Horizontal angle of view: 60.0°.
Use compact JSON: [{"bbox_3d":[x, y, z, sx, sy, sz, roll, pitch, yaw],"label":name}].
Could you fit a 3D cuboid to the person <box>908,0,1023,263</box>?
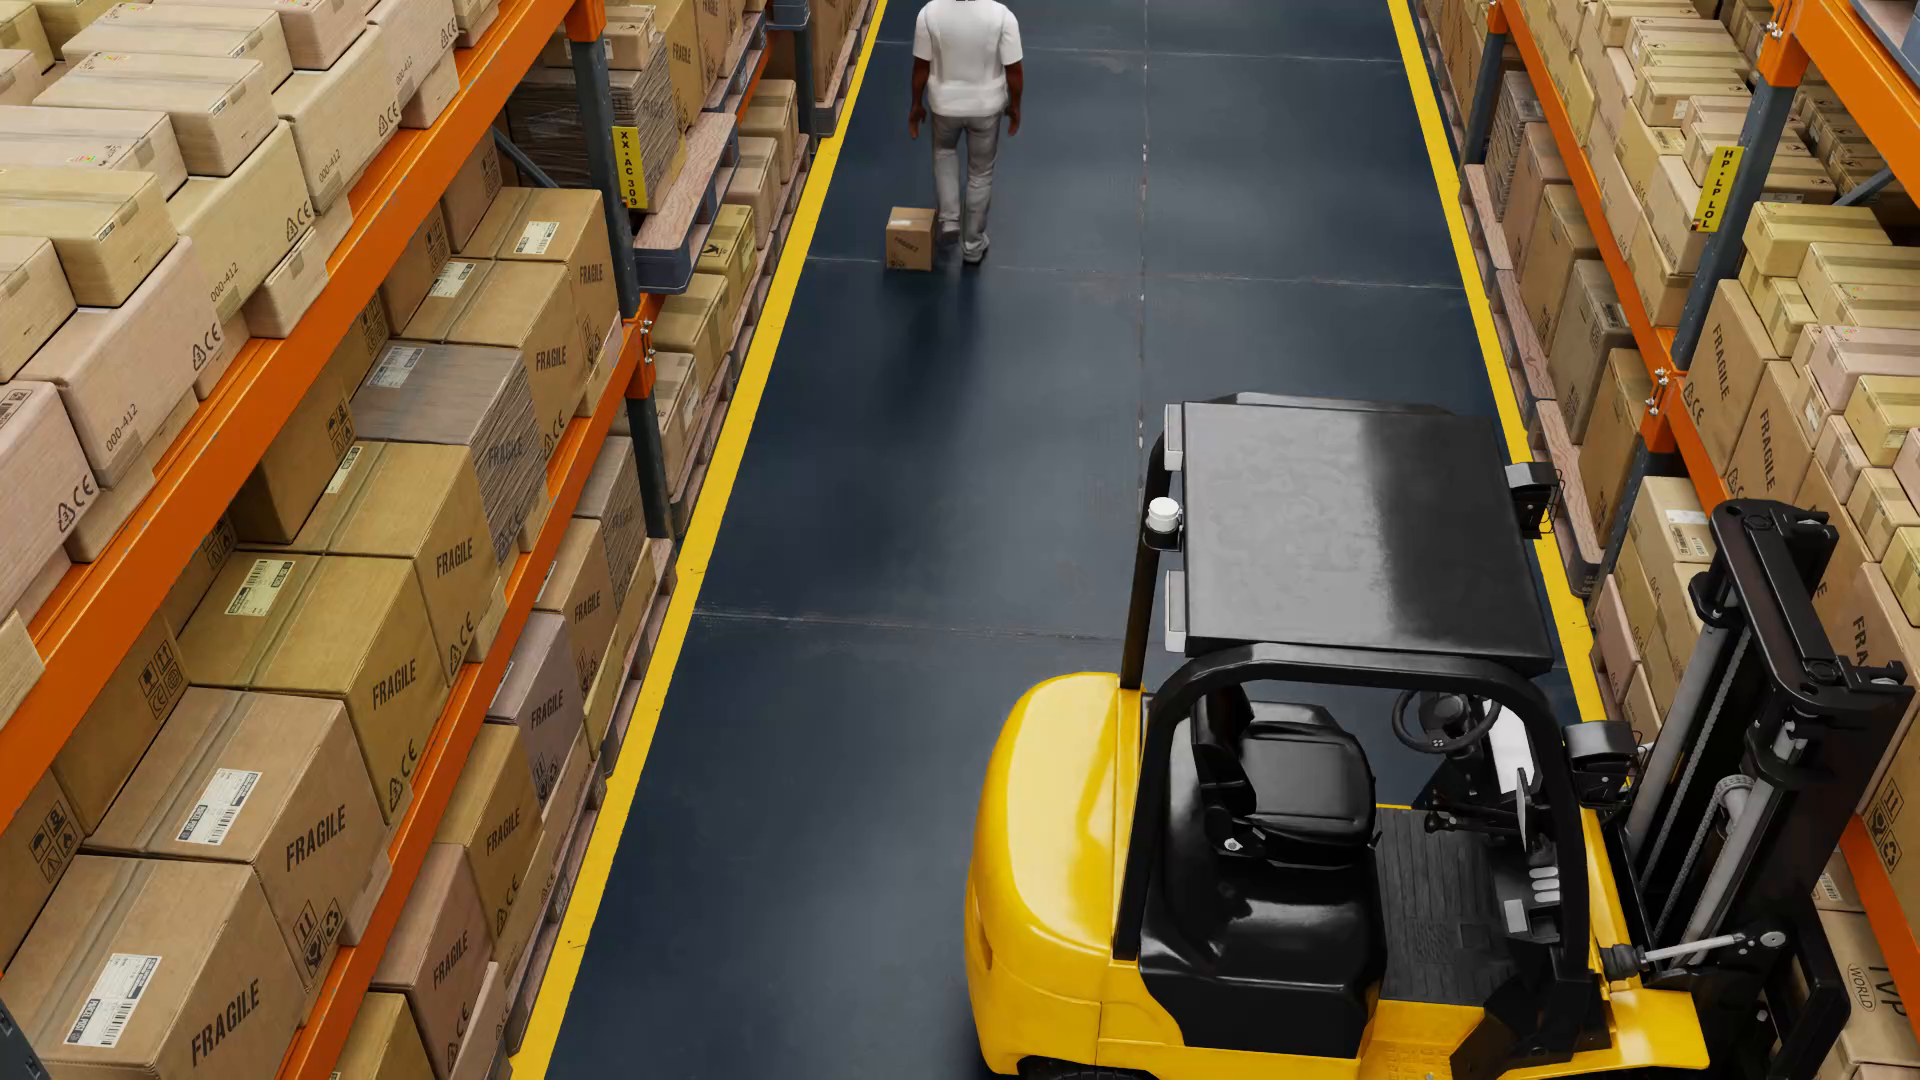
[{"bbox_3d":[0.041,-2.344,8.925,0.609,1.790,0.460,6,40,7],"label":"person"}]
